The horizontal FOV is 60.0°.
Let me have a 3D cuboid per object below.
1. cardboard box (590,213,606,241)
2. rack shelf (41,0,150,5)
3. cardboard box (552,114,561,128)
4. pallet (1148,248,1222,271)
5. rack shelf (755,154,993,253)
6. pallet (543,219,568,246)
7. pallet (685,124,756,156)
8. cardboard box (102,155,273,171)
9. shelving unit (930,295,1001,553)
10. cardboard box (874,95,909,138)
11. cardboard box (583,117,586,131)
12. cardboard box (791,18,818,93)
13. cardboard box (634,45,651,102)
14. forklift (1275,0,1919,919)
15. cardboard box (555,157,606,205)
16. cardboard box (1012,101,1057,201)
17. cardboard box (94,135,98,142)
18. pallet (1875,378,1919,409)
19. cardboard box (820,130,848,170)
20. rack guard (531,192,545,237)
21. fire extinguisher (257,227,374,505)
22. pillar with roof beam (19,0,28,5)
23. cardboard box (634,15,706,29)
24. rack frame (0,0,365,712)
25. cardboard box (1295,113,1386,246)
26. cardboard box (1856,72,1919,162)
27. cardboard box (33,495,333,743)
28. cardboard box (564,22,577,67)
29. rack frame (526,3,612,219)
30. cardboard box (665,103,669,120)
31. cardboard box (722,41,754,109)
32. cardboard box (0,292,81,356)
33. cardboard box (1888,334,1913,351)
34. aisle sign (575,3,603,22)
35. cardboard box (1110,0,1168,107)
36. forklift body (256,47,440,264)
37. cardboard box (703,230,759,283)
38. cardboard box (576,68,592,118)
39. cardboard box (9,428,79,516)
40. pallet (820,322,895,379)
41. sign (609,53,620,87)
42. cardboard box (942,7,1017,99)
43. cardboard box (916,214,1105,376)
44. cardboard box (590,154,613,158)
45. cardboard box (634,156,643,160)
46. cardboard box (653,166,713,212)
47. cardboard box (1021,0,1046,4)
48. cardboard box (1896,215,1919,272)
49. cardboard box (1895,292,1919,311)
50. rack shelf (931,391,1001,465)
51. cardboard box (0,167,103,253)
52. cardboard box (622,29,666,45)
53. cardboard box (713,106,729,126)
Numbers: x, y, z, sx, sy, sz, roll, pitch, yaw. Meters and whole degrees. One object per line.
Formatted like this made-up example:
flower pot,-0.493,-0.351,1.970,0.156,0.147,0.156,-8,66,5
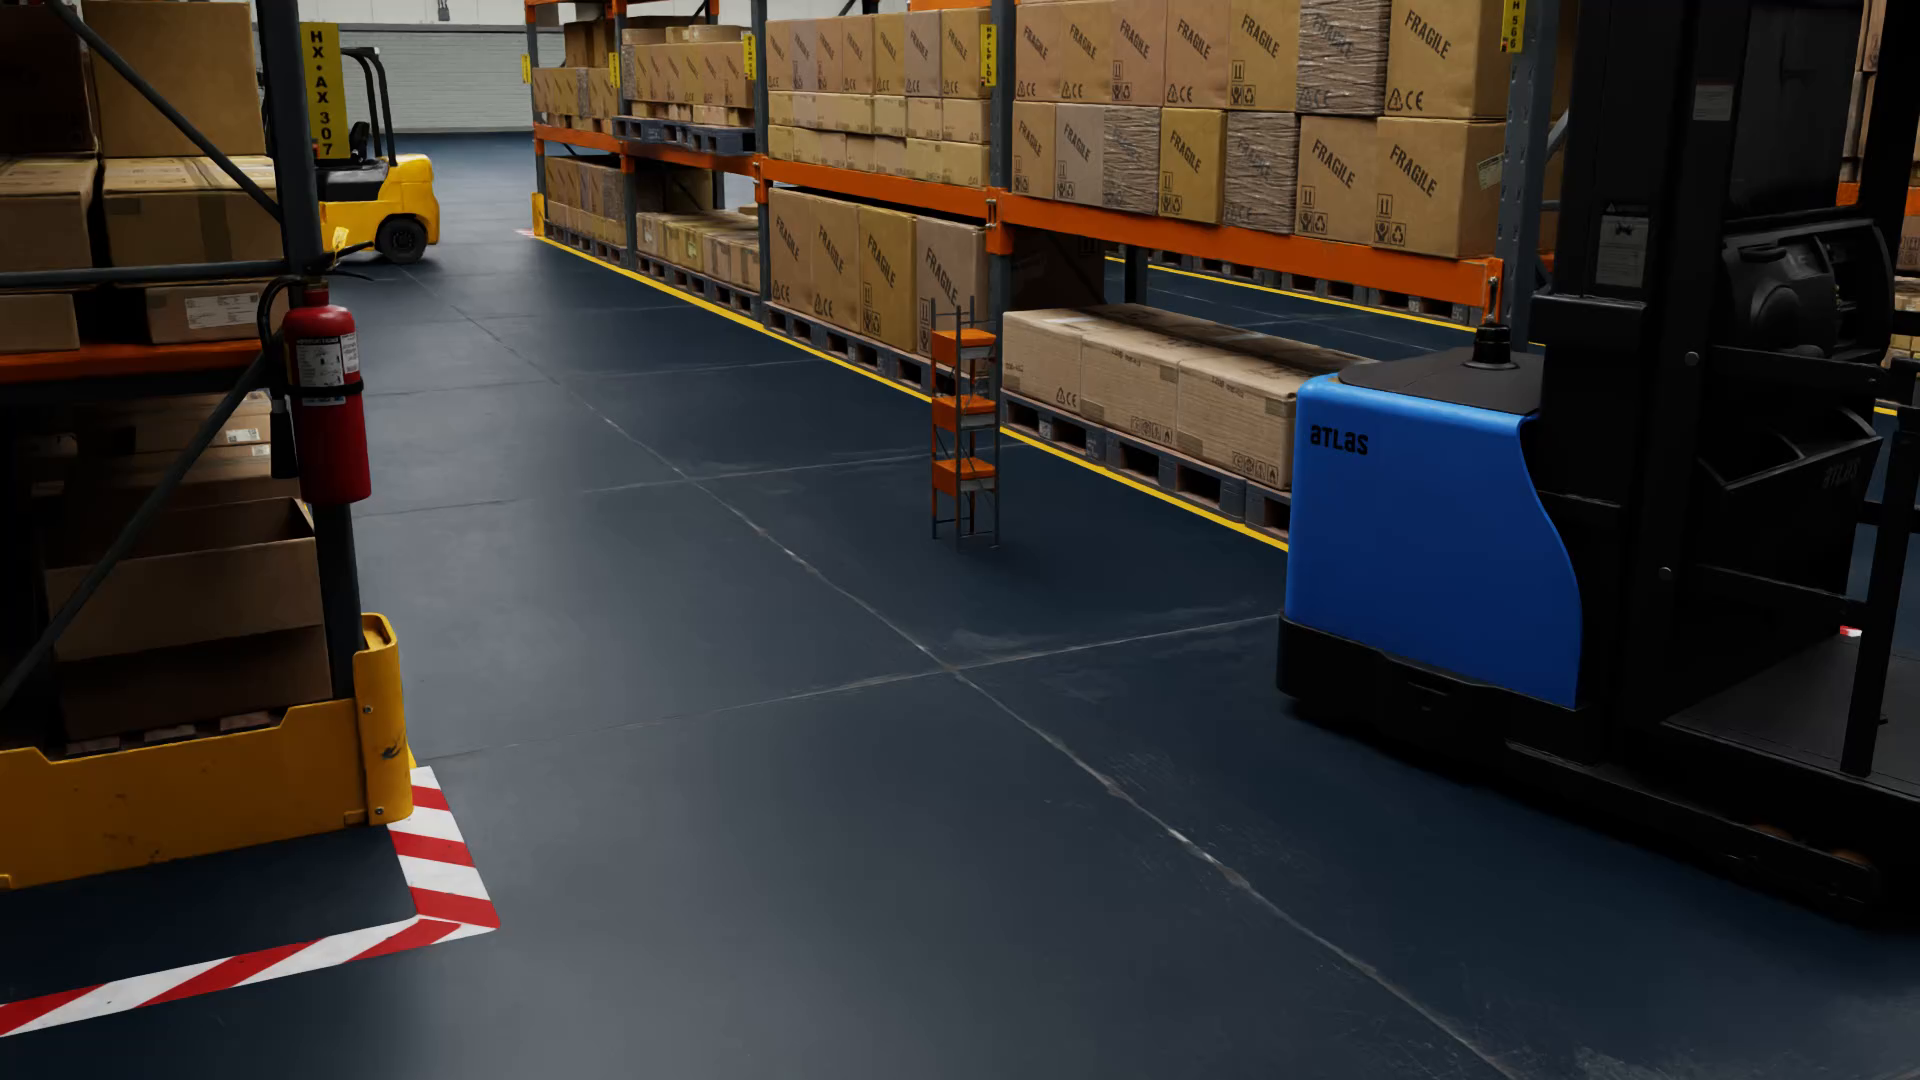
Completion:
cardboard box,-3.604,-3.330,17.641,0.500,0.250,0.500,-8,18,-26
rack shelf,-8.197,-5.196,15.786,1.077,0.370,4.000,-8,18,-25
cardboard box,-4.414,-4.762,18.862,0.380,0.149,0.250,-7,18,-24
pallet,2.489,-3.003,17.332,1.003,0.211,1.213,-8,18,-25
rack shelf,-0.232,-2.372,11.381,1.077,0.370,4.000,-8,18,-25
pallet,-4.256,-3.632,19.524,1.003,0.211,1.213,-8,18,-25
pallet,-1.516,-3.285,13.607,1.213,0.211,1.003,-8,18,-25
cardboard box,-2.467,-1.095,5.361,0.500,0.250,0.500,-8,18,-26
shelving unit,0.023,-0.491,7.060,0.215,1.050,0.252,-8,18,-25
cardboard box,-0.226,-2.720,10.658,0.500,0.250,0.500,-7,18,-24
cardboard box,-3.809,-4.446,17.760,0.380,0.149,0.250,-8,18,-26
cardboard box,-0.886,-3.468,11.904,0.500,0.500,0.500,-8,18,-25
cardboard box,-2.693,-4.323,15.395,0.500,0.500,0.500,-8,18,-25
forklift,2.352,-0.646,4.188,1.130,2.935,3.031,-13,21,-39
cardboard box,-4.264,-4.069,18.856,0.500,0.500,0.500,-8,18,-27
cardboard box,0.614,-2.121,9.024,0.500,0.500,0.500,-7,17,-23
cardboard box,-3.842,-1.536,6.898,0.500,0.250,0.500,-8,18,-25
pallet,5.914,-1.039,10.489,1.003,0.211,1.213,-8,18,-25
cardboard box,-0.655,-2.733,11.610,0.500,0.250,0.500,-7,17,-23
rack guard,-4.580,-3.977,20.201,1.175,0.500,0.348,-8,18,-25
fire extinguisher,-1.584,-0.432,4.133,0.296,0.674,0.183,-8,18,-25
pillar with roof beam,-8.337,-9.206,23.017,9.100,9.000,0.400,-8,18,-25
cardboard box,-2.858,-5.012,16.745,0.700,0.500,0.500,-8,18,-25
rack frame,-2.064,-0.629,4.004,1.000,3.000,0.127,-8,18,-25
cardboard box,1.741,-1.491,6.829,0.500,0.500,0.500,-8,18,-26
cardboard box,5.713,-2.502,9.811,0.500,0.500,0.500,-7,17,-22
cardboard box,-2.247,0.206,4.859,0.797,0.503,0.637,-8,18,-27
cardboard box,-4.193,-5.768,19.380,0.700,0.500,0.500,-8,18,-26
rack frame,-4.613,-5.197,19.922,1.000,3.000,0.127,-8,18,-25
cardboard box,-2.426,-3.857,14.946,0.380,0.149,0.250,-8,18,-24
cardboard box,-1.557,-3.685,13.173,0.500,0.500,0.500,-8,18,-26
cardboard box,-2.450,-0.558,4.212,0.380,0.149,0.250,-8,18,-26
cardboard box,5.751,-1.245,10.019,0.380,0.149,0.250,-7,17,-22
aisle sign,-4.379,-6.497,19.739,0.394,0.787,0.004,-8,18,-25
cardboard box,1.065,-2.348,8.002,0.500,0.500,0.500,-7,18,-24
forklift body,-6.603,-3.938,17.076,2.313,2.155,1.214,-8,18,-25
cardboard box,-1.677,-2.475,14.441,0.950,0.372,0.625,-8,18,-26
cardboard box,-3.742,-4.731,17.579,0.500,0.500,0.500,-7,17,-23
cardboard box,-3.739,-0.338,7.103,0.500,0.311,0.500,-7,17,-23
pallet,-0.300,-1.366,11.629,1.003,0.211,1.213,-8,18,-25
sign,-3.345,-4.554,16.111,0.100,0.325,0.005,-8,18,-25
cardboard box,0.223,-2.830,9.682,0.500,0.500,0.500,-7,17,-23
cardboard box,0.301,-1.546,10.291,0.875,0.875,0.875,-7,17,-23
cardboard box,-4.028,-4.270,19.558,0.500,0.500,0.500,-8,18,-25
cardboard box,-3.585,-4.371,18.732,0.380,0.149,0.250,-7,17,-23
cardboard box,-2.876,-3.625,17.307,0.500,0.500,0.500,-7,17,-22
cardboard box,0.549,-2.952,8.930,0.380,0.149,0.250,-8,18,-26
cardboard box,8.862,-2.977,15.278,1.225,0.875,0.875,-8,18,-27
cardboard box,5.816,-1.400,10.018,0.380,0.149,0.250,-8,18,-27
rack shelf,0.023,-0.481,7.063,0.215,0.259,0.240,-8,18,-25
cardboard box,-2.729,-0.910,4.715,0.500,0.250,0.500,-8,18,-25
cardboard box,-2.972,-4.750,15.708,0.380,0.149,0.250,-8,18,-25
cardboard box,-1.796,-3.462,13.571,0.380,0.149,0.250,-8,18,-25
